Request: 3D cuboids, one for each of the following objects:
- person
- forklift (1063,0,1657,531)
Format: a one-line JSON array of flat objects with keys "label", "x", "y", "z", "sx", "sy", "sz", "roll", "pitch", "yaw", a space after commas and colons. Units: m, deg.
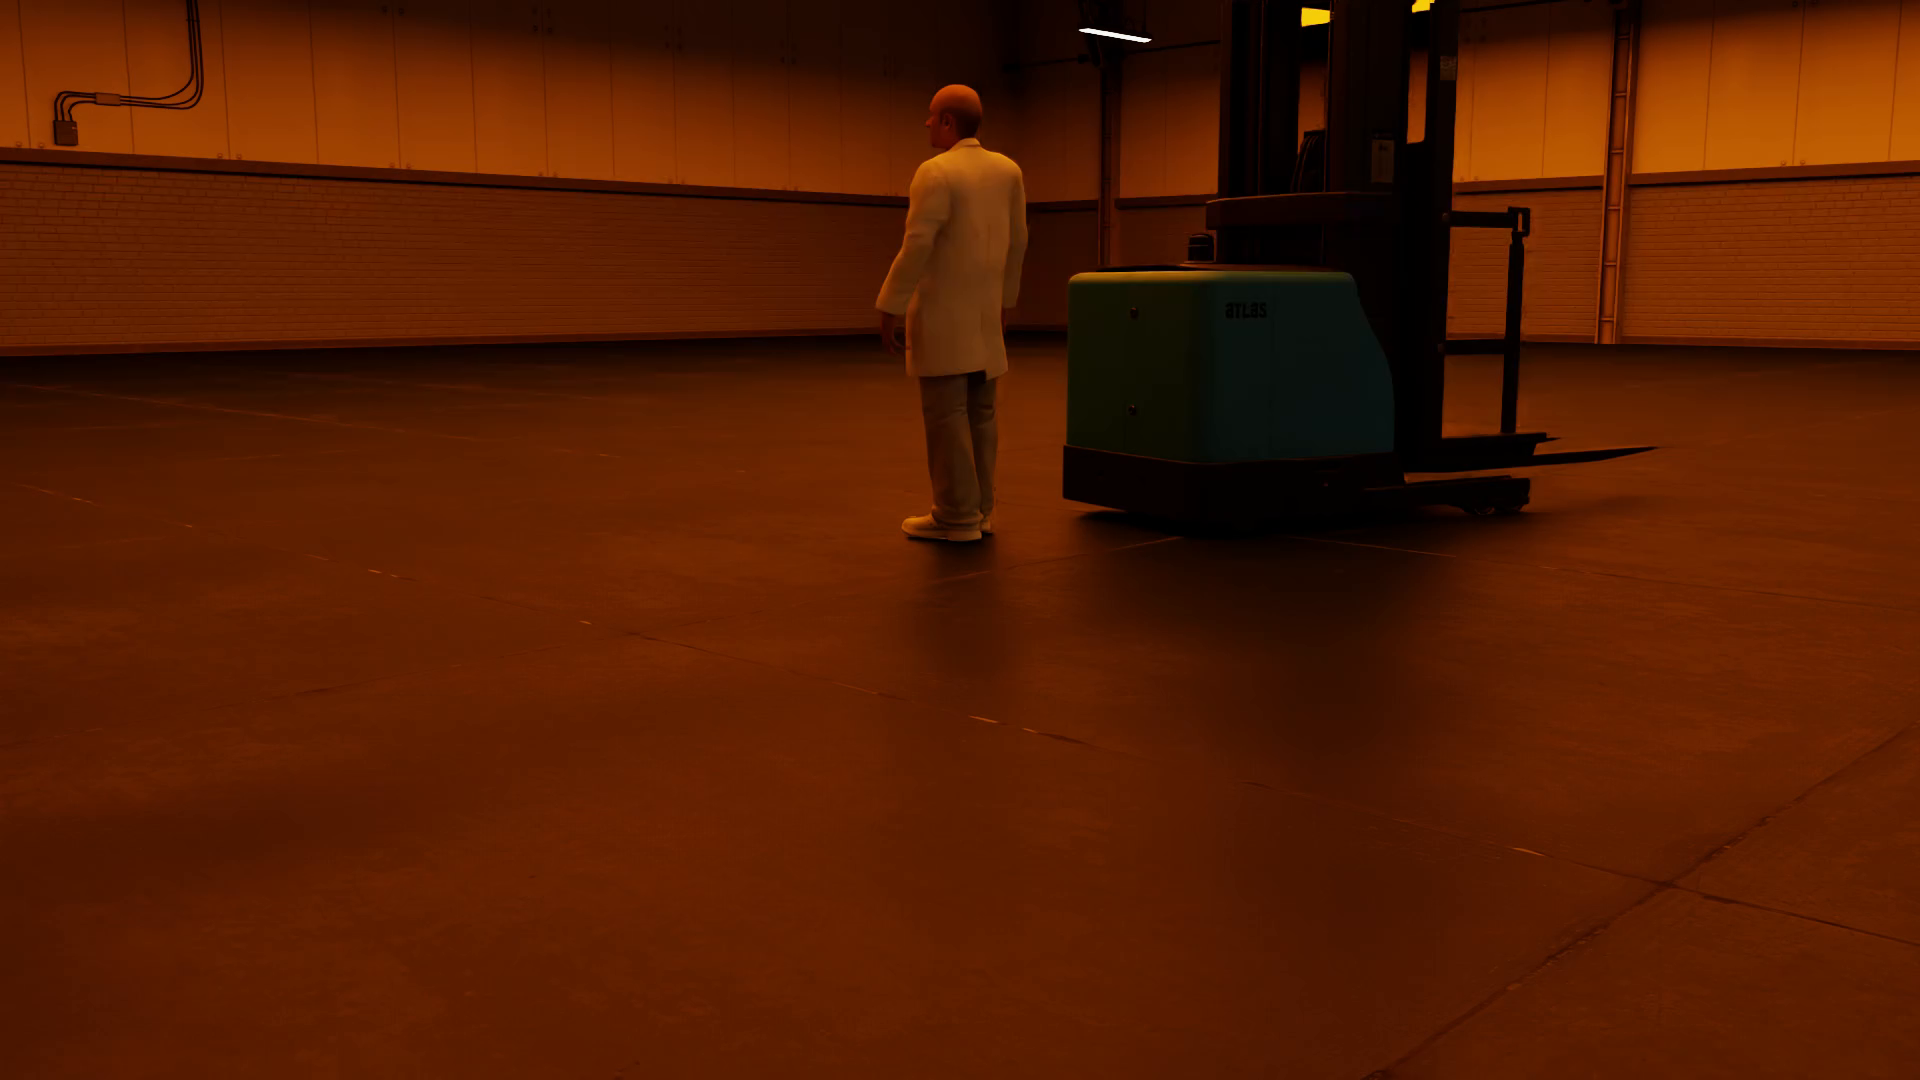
[{"label": "person", "x": -0.096, "y": -0.889, "z": 6.646, "sx": 0.548, "sy": 1.778, "sz": 0.718, "roll": 8, "pitch": 12, "yaw": 42}, {"label": "forklift", "x": 1.997, "y": -1.620, "z": 7.632, "sx": 3.031, "sy": 2.935, "sz": 1.130, "roll": -5, "pitch": 10, "yaw": -30}]
